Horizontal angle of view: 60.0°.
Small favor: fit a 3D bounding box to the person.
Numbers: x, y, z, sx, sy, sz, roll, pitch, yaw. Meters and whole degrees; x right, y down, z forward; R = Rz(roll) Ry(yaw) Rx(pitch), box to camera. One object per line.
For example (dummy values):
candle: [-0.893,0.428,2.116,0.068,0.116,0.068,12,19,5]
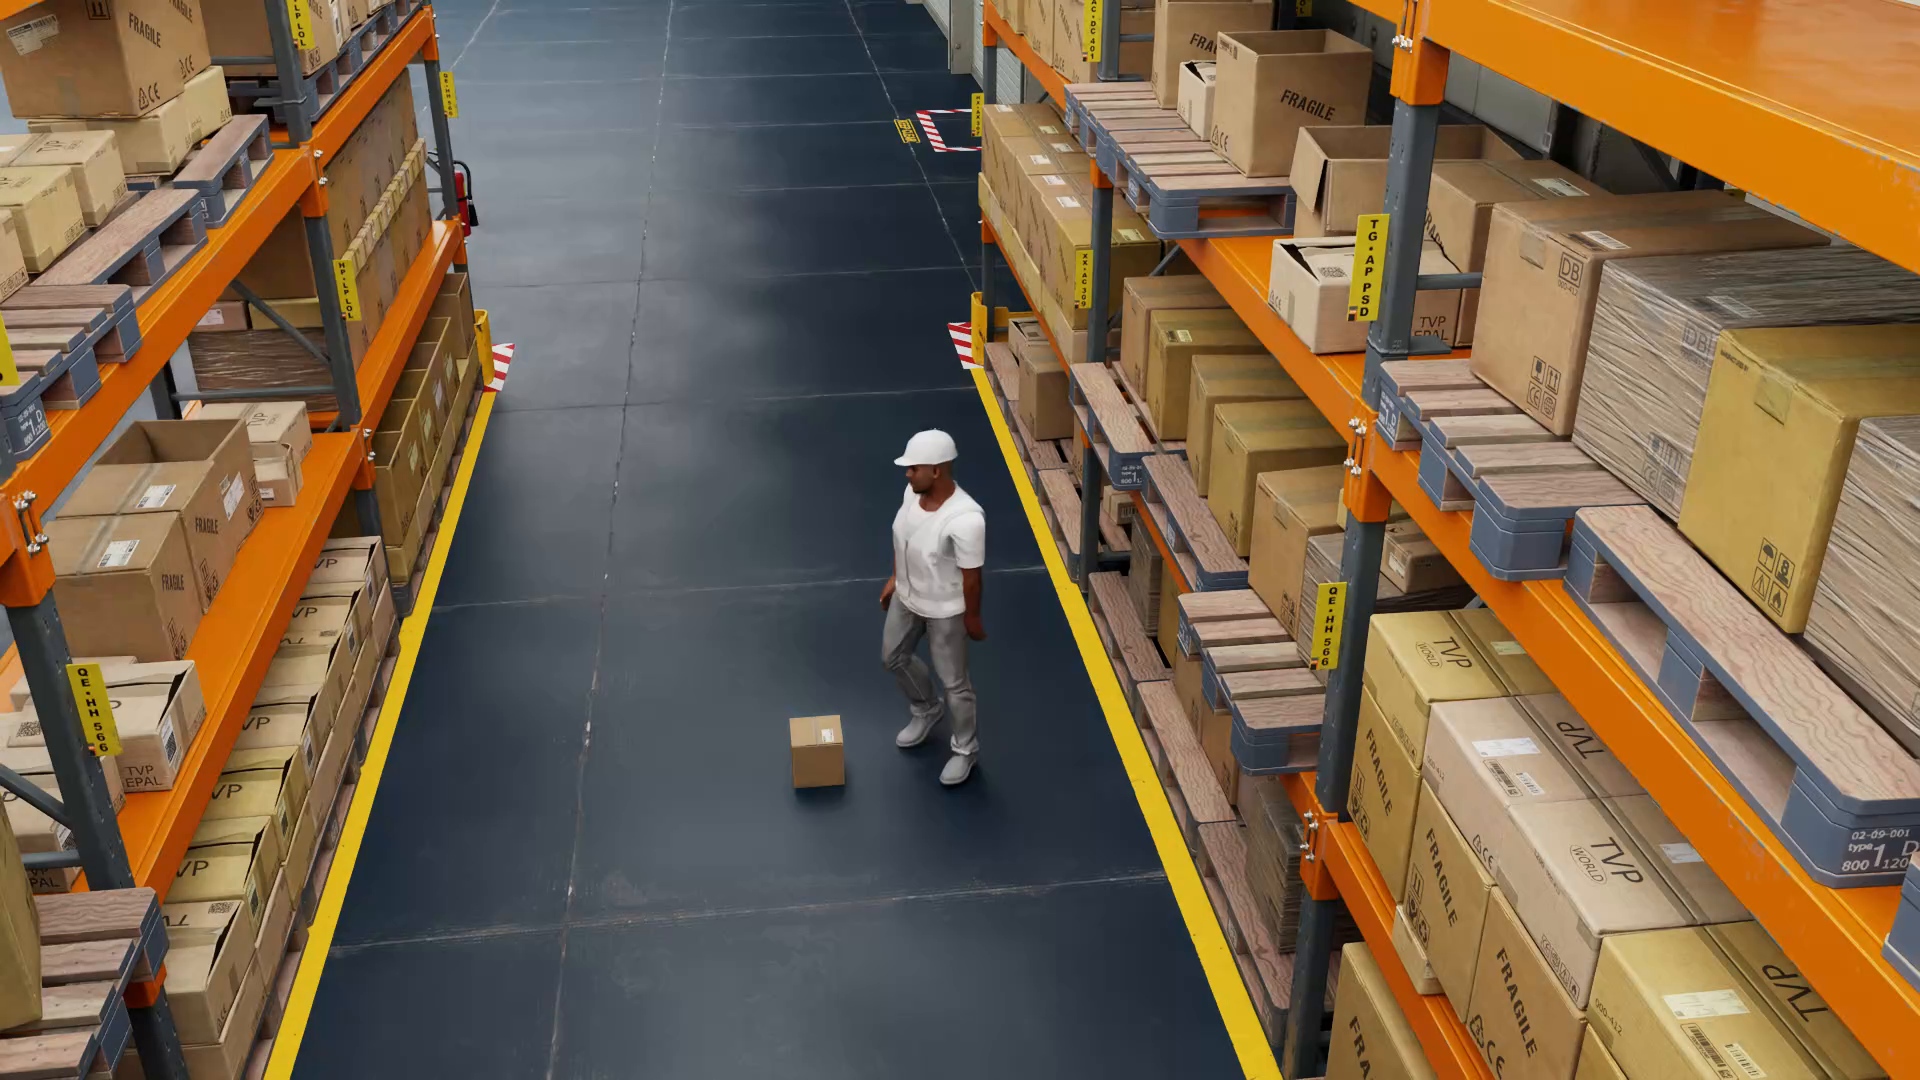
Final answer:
person: [-0.129,0.289,7.951,0.371,1.767,0.606,-20,33,-33]
